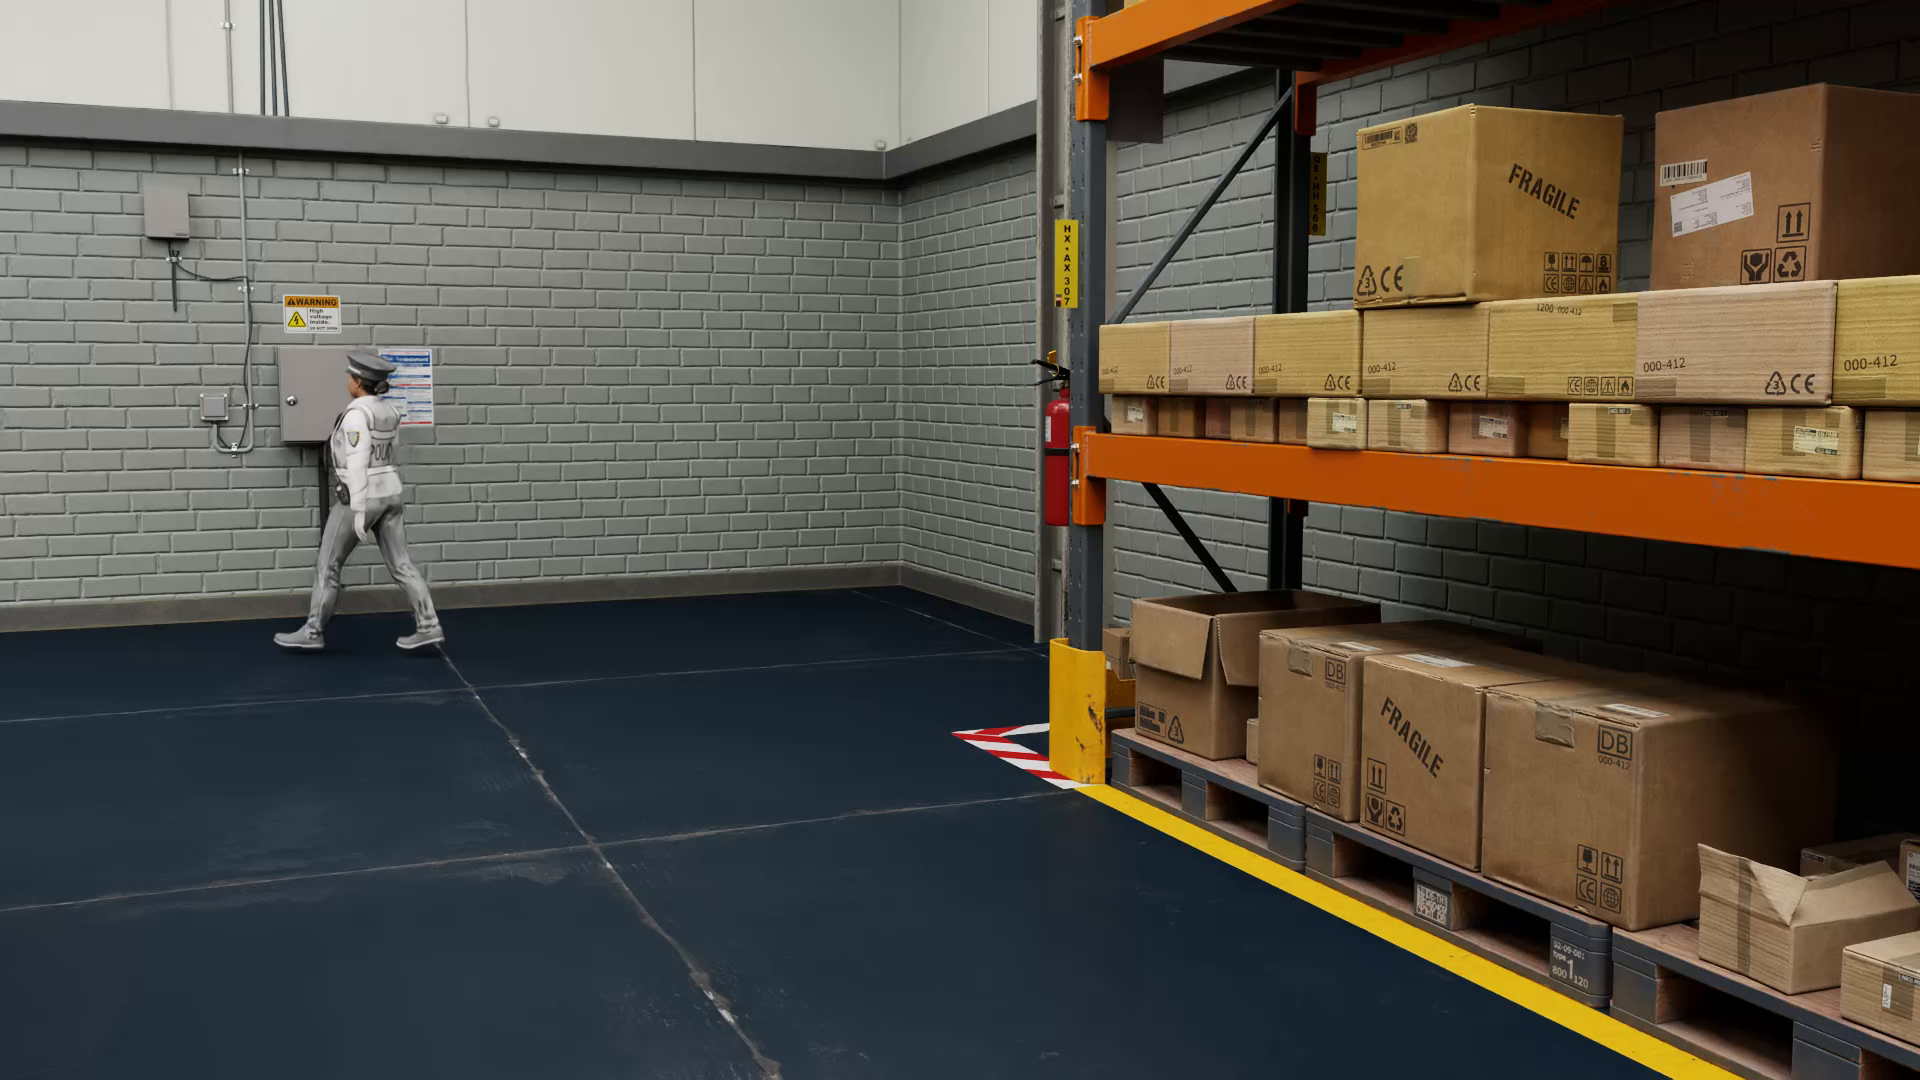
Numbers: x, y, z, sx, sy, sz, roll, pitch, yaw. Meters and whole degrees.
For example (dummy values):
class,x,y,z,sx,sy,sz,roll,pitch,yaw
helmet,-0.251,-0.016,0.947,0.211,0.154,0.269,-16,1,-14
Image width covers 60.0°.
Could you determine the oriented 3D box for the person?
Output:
class,x,y,z,sx,sy,sz,roll,pitch,yaw
person,-3.268,-0.219,9.060,0.976,1.632,0.514,2,6,18
